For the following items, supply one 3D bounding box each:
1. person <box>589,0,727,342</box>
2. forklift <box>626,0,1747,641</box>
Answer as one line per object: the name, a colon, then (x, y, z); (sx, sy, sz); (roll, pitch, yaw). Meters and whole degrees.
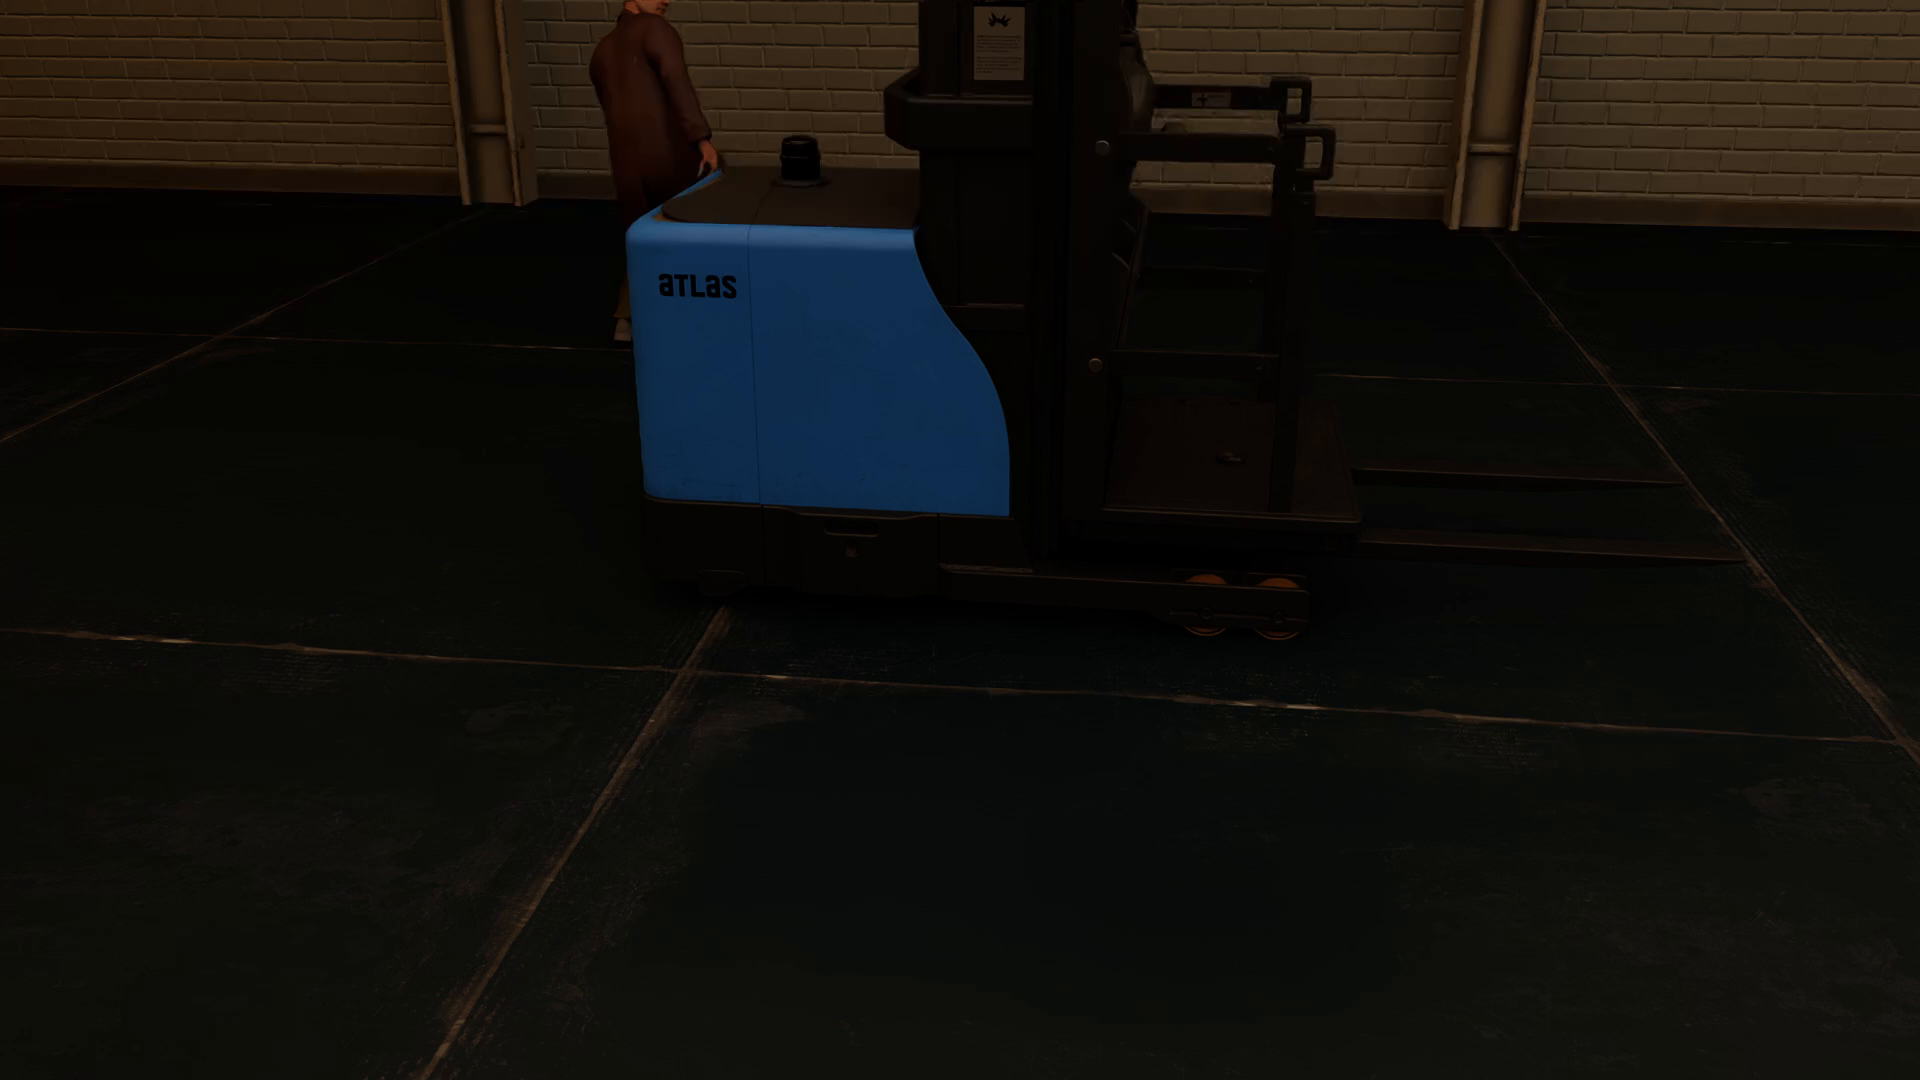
person: (-1.220, -1.679, 7.264); (0.806, 1.590, 0.819); (10, 24, 23)
forklift: (0.653, -1.299, 4.480); (3.031, 2.935, 1.130); (3, 22, 7)
